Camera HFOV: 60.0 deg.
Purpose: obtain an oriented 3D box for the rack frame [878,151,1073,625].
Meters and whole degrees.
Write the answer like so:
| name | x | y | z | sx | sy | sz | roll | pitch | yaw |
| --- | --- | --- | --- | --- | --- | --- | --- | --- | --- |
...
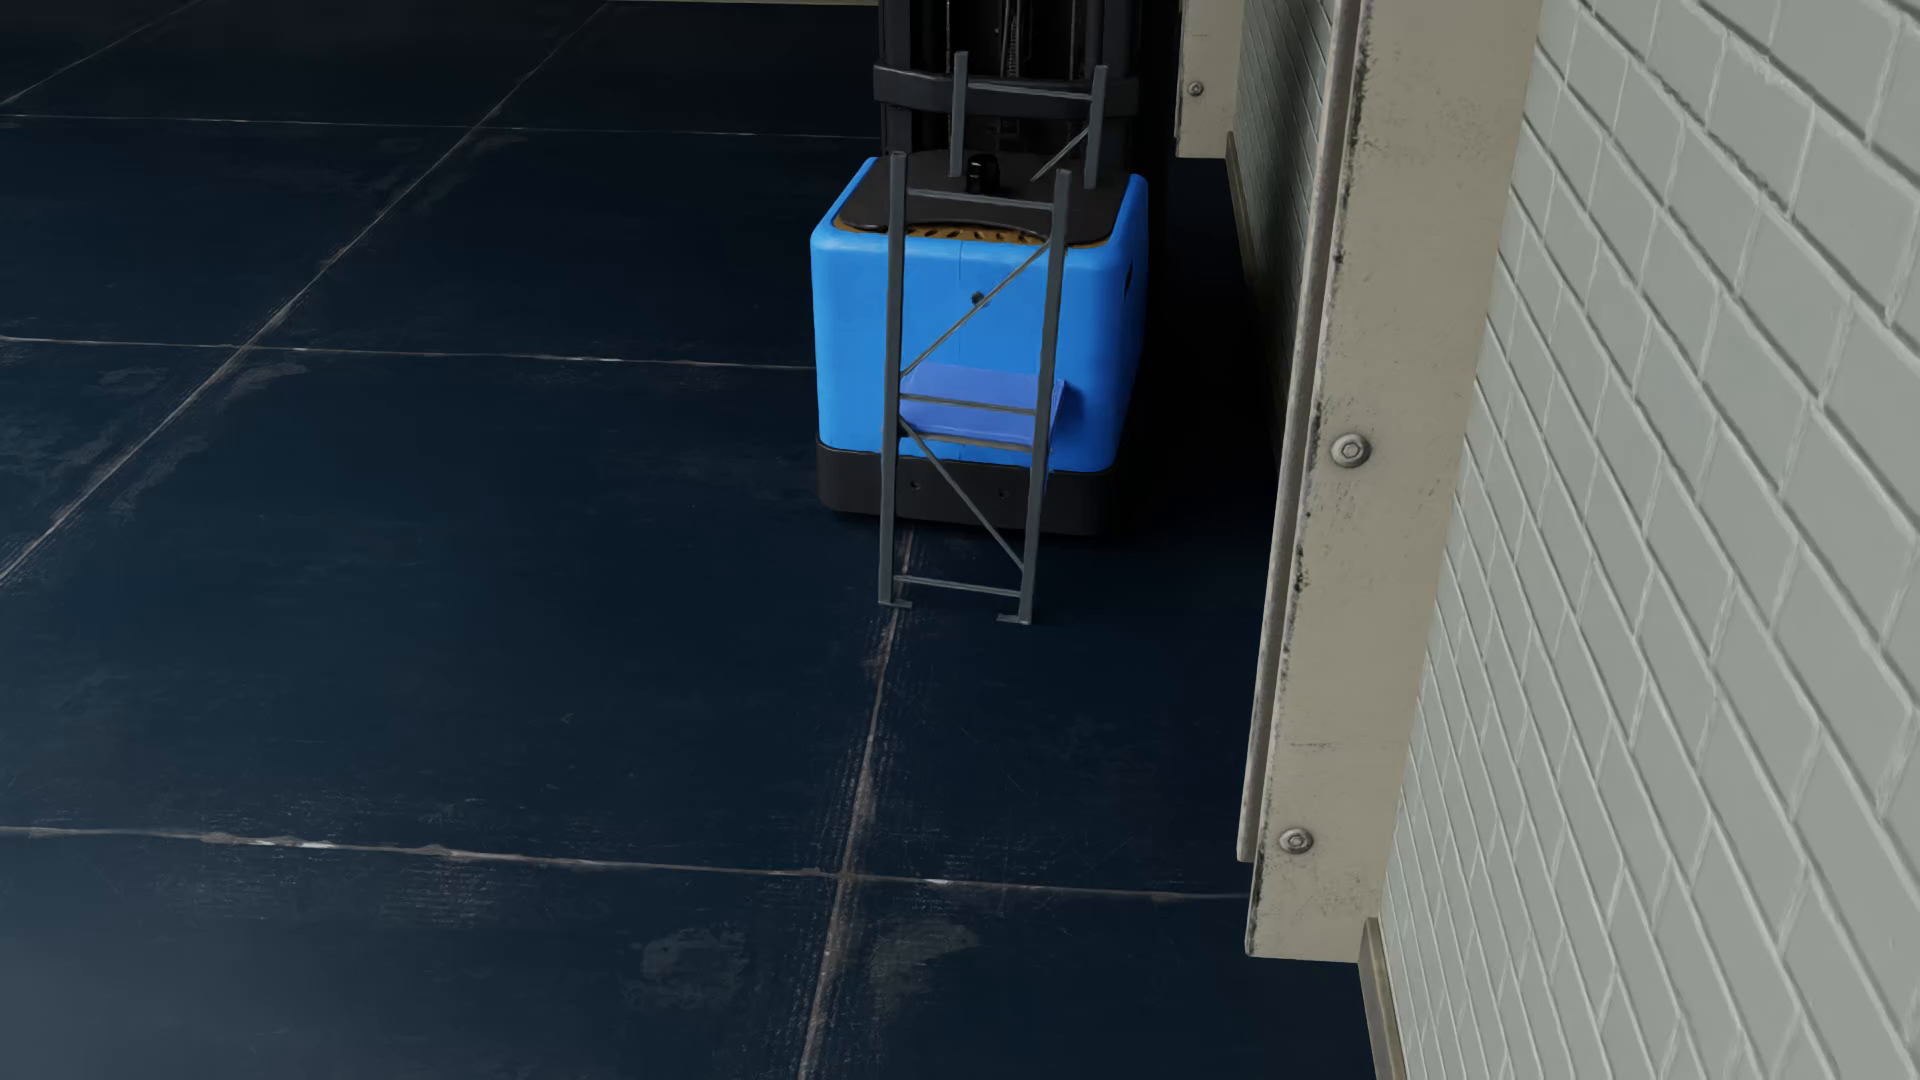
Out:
| name | x | y | z | sx | sy | sz | roll | pitch | yaw |
| --- | --- | --- | --- | --- | --- | --- | --- | --- | --- |
| rack frame | 0.021 | -0.401 | 4.953 | 0.500 | 1.500 | 0.032 | 8 | 33 | 7 |

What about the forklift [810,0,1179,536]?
| name | x | y | z | sx | sy | sz | roll | pitch | yaw |
| --- | --- | --- | --- | --- | --- | --- | --- | --- | --- |
| forklift | 0.293 | -2.022 | 6.237 | 1.130 | 2.935 | 3.031 | 6 | 32 | 10 |

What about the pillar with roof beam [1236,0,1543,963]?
| name | x | y | z | sx | sy | sz | roll | pitch | yaw |
| --- | --- | --- | --- | --- | --- | --- | --- | --- | --- |
| pillar with roof beam | -3.417 | -3.089 | 2.185 | 9.100 | 9.000 | 0.400 | 2 | 32 | 4 |

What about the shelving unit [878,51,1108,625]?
| name | x | y | z | sx | sy | sz | roll | pitch | yaw |
| --- | --- | --- | --- | --- | --- | --- | --- | --- | --- |
| shelving unit | 0.108 | -0.665 | 5.379 | 0.538 | 1.500 | 1.048 | 8 | 33 | 7 |

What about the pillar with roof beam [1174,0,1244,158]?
| name | x | y | z | sx | sy | sz | roll | pitch | yaw |
| --- | --- | --- | --- | --- | --- | --- | --- | --- | --- |
| pillar with roof beam | -2.929 | -6.226 | 7.276 | 9.100 | 9.000 | 0.400 | 2 | 32 | 4 |

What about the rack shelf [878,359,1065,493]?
| name | x | y | z | sx | sy | sz | roll | pitch | yaw |
| --- | --- | --- | --- | --- | --- | --- | --- | --- | --- |
| rack shelf | 0.099 | -0.513 | 5.475 | 0.538 | 0.185 | 1.000 | 8 | 33 | 7 |

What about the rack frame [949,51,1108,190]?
| name | x | y | z | sx | sy | sz | roll | pitch | yaw |
| --- | --- | --- | --- | --- | --- | --- | --- | --- | --- |
| rack frame | 0.195 | -0.929 | 5.805 | 0.500 | 1.500 | 0.032 | 8 | 33 | 7 |
